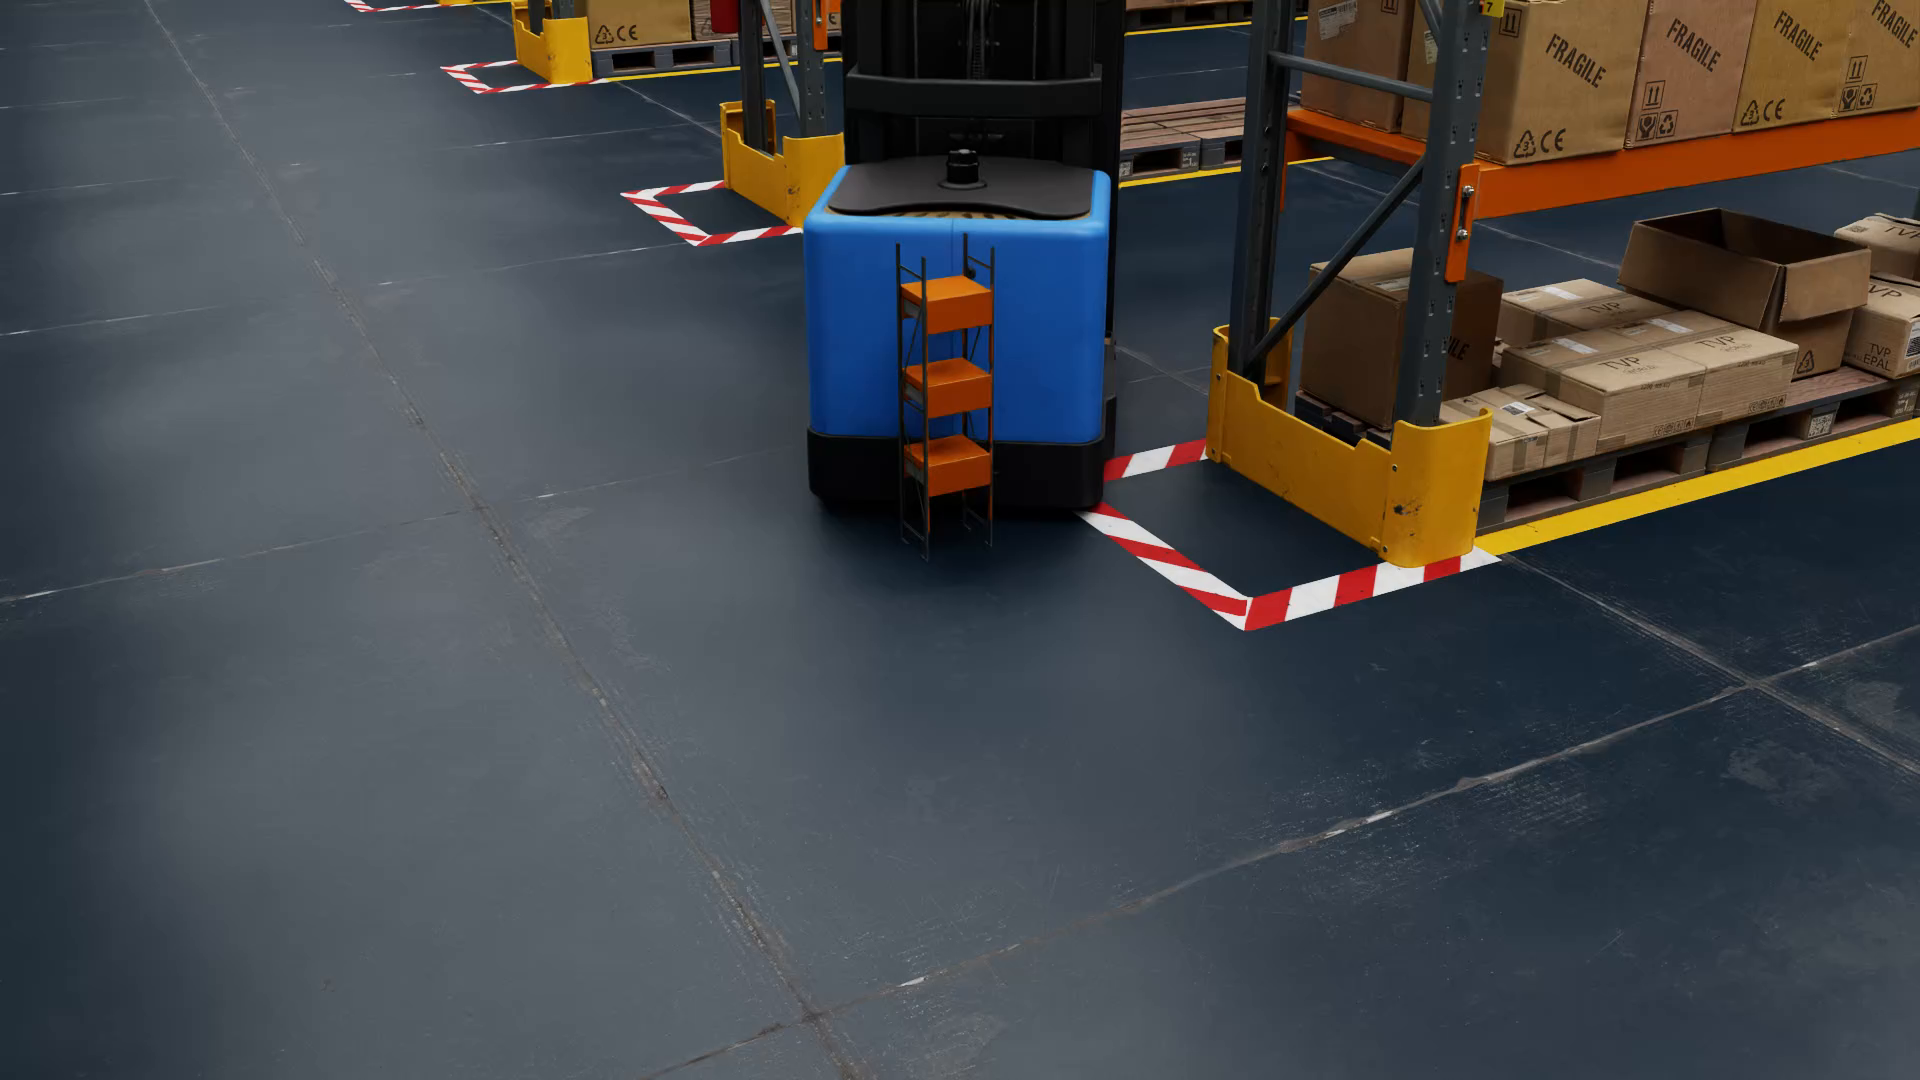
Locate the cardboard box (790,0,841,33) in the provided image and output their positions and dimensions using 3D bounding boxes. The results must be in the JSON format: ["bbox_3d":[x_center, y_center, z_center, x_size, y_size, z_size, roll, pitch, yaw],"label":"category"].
[{"bbox_3d":[-1.257,-5.034,14.738,0.875,0.875,0.875,-13,29,-25],"label":"cardboard box"}]

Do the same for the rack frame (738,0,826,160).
[{"bbox_3d":[-1.042,-3.383,9.330,0.127,3.000,1.000,-13,29,-25],"label":"rack frame"}]

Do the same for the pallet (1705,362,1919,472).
[{"bbox_3d":[3.131,-0.658,6.877,1.213,0.211,1.003,-13,29,-25],"label":"pallet"}]

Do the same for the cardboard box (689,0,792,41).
[{"bbox_3d":[-2.042,-4.852,14.360,0.875,0.875,0.875,-13,29,-25],"label":"cardboard box"}]

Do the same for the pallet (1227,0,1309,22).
[{"bbox_3d":[2.955,-5.515,16.993,1.213,0.211,1.003,-13,29,-25],"label":"pallet"}]

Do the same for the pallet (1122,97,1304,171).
[{"bbox_3d":[1.857,-2.776,11.288,1.213,0.211,1.003,-13,29,-25],"label":"pallet"}]

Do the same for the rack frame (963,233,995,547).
[{"bbox_3d":[0.061,-0.487,5.550,0.008,1.050,0.200,-13,28,-25],"label":"rack frame"}]

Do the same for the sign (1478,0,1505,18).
[{"bbox_3d":[1.541,-1.674,4.770,0.005,0.325,0.100,-13,29,-25],"label":"sign"}]

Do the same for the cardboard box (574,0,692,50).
[{"bbox_3d":[-2.845,-4.667,13.974,0.875,0.875,0.875,-13,29,-25],"label":"cardboard box"}]

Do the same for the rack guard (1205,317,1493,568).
[{"bbox_3d":[1.353,-0.379,5.962,0.348,0.500,1.175,-13,29,-25],"label":"rack guard"}]

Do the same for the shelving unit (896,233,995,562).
[{"bbox_3d":[-0.047,-0.462,5.499,0.252,1.050,0.215,-13,28,-25],"label":"shelving unit"}]

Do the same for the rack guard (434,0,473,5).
[{"bbox_3d":[-5.550,-6.078,17.832,0.348,0.500,1.175,-13,29,-25],"label":"rack guard"}]

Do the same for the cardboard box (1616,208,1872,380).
[{"bbox_3d":[3.160,-0.993,6.730,0.637,0.503,0.797,-13,29,-25],"label":"cardboard box"}]

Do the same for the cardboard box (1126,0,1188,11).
[{"bbox_3d":[1.500,-5.641,16.003,0.875,0.875,1.225,-14,29,-27],"label":"cardboard box"}]

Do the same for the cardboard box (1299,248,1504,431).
[{"bbox_3d":[1.650,-0.767,6.261,0.500,0.500,0.500,-13,29,-25],"label":"cardboard box"}]

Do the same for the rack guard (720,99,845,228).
[{"bbox_3d":[-1.057,-2.246,9.851,0.348,0.500,1.175,-13,29,-25],"label":"rack guard"}]

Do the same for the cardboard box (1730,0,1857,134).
[{"bbox_3d":[2.698,-1.733,5.779,0.500,0.500,0.500,-13,29,-25],"label":"cardboard box"}]

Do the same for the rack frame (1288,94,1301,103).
[{"bbox_3d":[2.488,-4.198,11.027,0.127,3.000,1.000,-13,29,-25],"label":"rack frame"}]

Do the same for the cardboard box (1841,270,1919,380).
[{"bbox_3d":[3.784,-0.914,6.787,0.500,0.311,0.500,-13,29,-25],"label":"cardboard box"}]

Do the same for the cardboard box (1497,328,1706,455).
[{"bbox_3d":[2.340,-0.553,6.106,0.500,0.250,0.500,-13,29,-25],"label":"cardboard box"}]

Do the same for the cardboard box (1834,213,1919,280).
[{"bbox_3d":[4.343,-1.288,7.566,0.500,0.311,0.500,-13,29,-25],"label":"cardboard box"}]

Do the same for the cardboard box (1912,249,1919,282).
[{"bbox_3d":[4.446,-1.152,7.064,0.500,0.500,0.500,-13,29,-25],"label":"cardboard box"}]

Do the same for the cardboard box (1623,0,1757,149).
[{"bbox_3d":[2.254,-1.632,5.569,0.500,0.500,0.500,-13,29,-26],"label":"cardboard box"}]

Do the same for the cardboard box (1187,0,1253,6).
[{"bbox_3d":[2.278,-5.824,16.385,0.875,0.875,1.225,-13,29,-25],"label":"cardboard box"}]

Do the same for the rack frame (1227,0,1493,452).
[{"bbox_3d":[1.286,-1.490,5.389,0.127,3.000,1.000,-13,29,-25],"label":"rack frame"}]

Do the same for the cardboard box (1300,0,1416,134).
[{"bbox_3d":[1.553,-1.731,5.774,0.500,0.500,0.500,-12,28,-24],"label":"cardboard box"}]

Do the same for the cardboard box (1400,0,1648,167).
[{"bbox_3d":[1.801,-1.525,5.346,0.500,0.500,0.500,-12,28,-24],"label":"cardboard box"}]

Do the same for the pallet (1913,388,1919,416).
[{"bbox_3d":[4.209,-0.908,7.399,1.213,0.211,1.003,-13,29,-25],"label":"pallet"}]

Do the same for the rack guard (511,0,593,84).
[{"bbox_3d":[-3.394,-4.143,13.801,0.348,0.500,1.175,-13,29,-25],"label":"rack guard"}]

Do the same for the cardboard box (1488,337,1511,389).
[{"bbox_3d":[2.049,-0.664,6.434,0.250,0.166,0.380,-13,29,-25],"label":"cardboard box"}]

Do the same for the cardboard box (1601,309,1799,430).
[{"bbox_3d":[2.781,-0.655,6.318,0.500,0.250,0.500,-13,29,-25],"label":"cardboard box"}]

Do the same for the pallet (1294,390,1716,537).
[{"bbox_3d":[2.056,-0.411,6.363,1.213,0.211,1.003,-13,29,-25],"label":"pallet"}]

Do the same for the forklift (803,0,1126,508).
[{"bbox_3d":[0.112,-2.036,6.605,1.130,2.935,3.031,2,26,5],"label":"forklift"}]

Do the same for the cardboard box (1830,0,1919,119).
[{"bbox_3d":[3.140,-1.835,5.990,0.500,0.500,0.500,-13,28,-24],"label":"cardboard box"}]

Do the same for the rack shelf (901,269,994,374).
[{"bbox_3d":[-0.047,-0.708,5.381,0.240,0.259,0.215,-13,28,-25],"label":"rack shelf"}]

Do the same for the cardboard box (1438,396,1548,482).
[{"bbox_3d":[1.817,-0.358,5.815,0.250,0.149,0.380,-13,29,-25],"label":"cardboard box"}]

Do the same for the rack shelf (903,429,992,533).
[{"bbox_3d":[-0.047,-0.202,5.624,0.240,0.259,0.215,-13,28,-25],"label":"rack shelf"}]

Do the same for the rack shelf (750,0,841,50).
[{"bbox_3d":[0.723,-3.466,10.334,4.000,0.370,1.077,-13,29,-25],"label":"rack shelf"}]

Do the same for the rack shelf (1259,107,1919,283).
[{"bbox_3d":[3.051,-1.573,6.393,4.000,0.370,1.077,-13,29,-25],"label":"rack shelf"}]

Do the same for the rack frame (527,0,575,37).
[{"bbox_3d":[-3.372,-5.275,13.270,0.127,3.000,1.000,-13,29,-25],"label":"rack frame"}]

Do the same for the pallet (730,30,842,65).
[{"bbox_3d":[-1.629,-4.457,14.789,1.213,0.211,1.003,-13,29,-25],"label":"pallet"}]

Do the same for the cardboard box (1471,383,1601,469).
[{"bbox_3d":[2.038,-0.416,5.917,0.250,0.166,0.380,-13,29,-25],"label":"cardboard box"}]

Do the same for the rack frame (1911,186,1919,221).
[{"bbox_3d":[4.815,-2.305,7.085,0.127,3.000,1.000,-13,29,-25],"label":"rack frame"}]

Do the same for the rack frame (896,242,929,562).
[{"bbox_3d":[-0.155,-0.437,5.448,0.008,1.050,0.200,-13,28,-25],"label":"rack frame"}]

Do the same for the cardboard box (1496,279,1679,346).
[{"bbox_3d":[2.502,-0.836,6.694,0.500,0.250,0.500,-13,29,-25],"label":"cardboard box"}]

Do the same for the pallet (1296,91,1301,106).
[{"bbox_3d":[3.188,-3.082,11.925,1.213,0.211,1.003,-13,29,-25],"label":"pallet"}]

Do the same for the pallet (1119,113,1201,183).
[{"bbox_3d":[0.779,-2.526,10.767,1.213,0.211,1.003,-13,29,-25],"label":"pallet"}]

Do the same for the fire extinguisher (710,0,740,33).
[{"bbox_3d":[-1.389,-3.323,9.725,0.183,0.674,0.296,-13,29,-25],"label":"fire extinguisher"}]

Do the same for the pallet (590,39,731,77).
[{"bbox_3d":[-2.704,-4.210,14.275,1.213,0.211,1.003,-13,29,-25],"label":"pallet"}]

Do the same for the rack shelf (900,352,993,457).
[{"bbox_3d":[-0.047,-0.452,5.504,0.240,0.259,0.215,-13,28,-25],"label":"rack shelf"}]

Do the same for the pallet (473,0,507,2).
[{"bbox_3d":[-4.817,-6.100,18.211,1.213,0.211,1.003,-13,29,-25],"label":"pallet"}]

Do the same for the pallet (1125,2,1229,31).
[{"bbox_3d":[1.880,-5.268,16.479,1.213,0.211,1.003,-13,29,-25],"label":"pallet"}]
